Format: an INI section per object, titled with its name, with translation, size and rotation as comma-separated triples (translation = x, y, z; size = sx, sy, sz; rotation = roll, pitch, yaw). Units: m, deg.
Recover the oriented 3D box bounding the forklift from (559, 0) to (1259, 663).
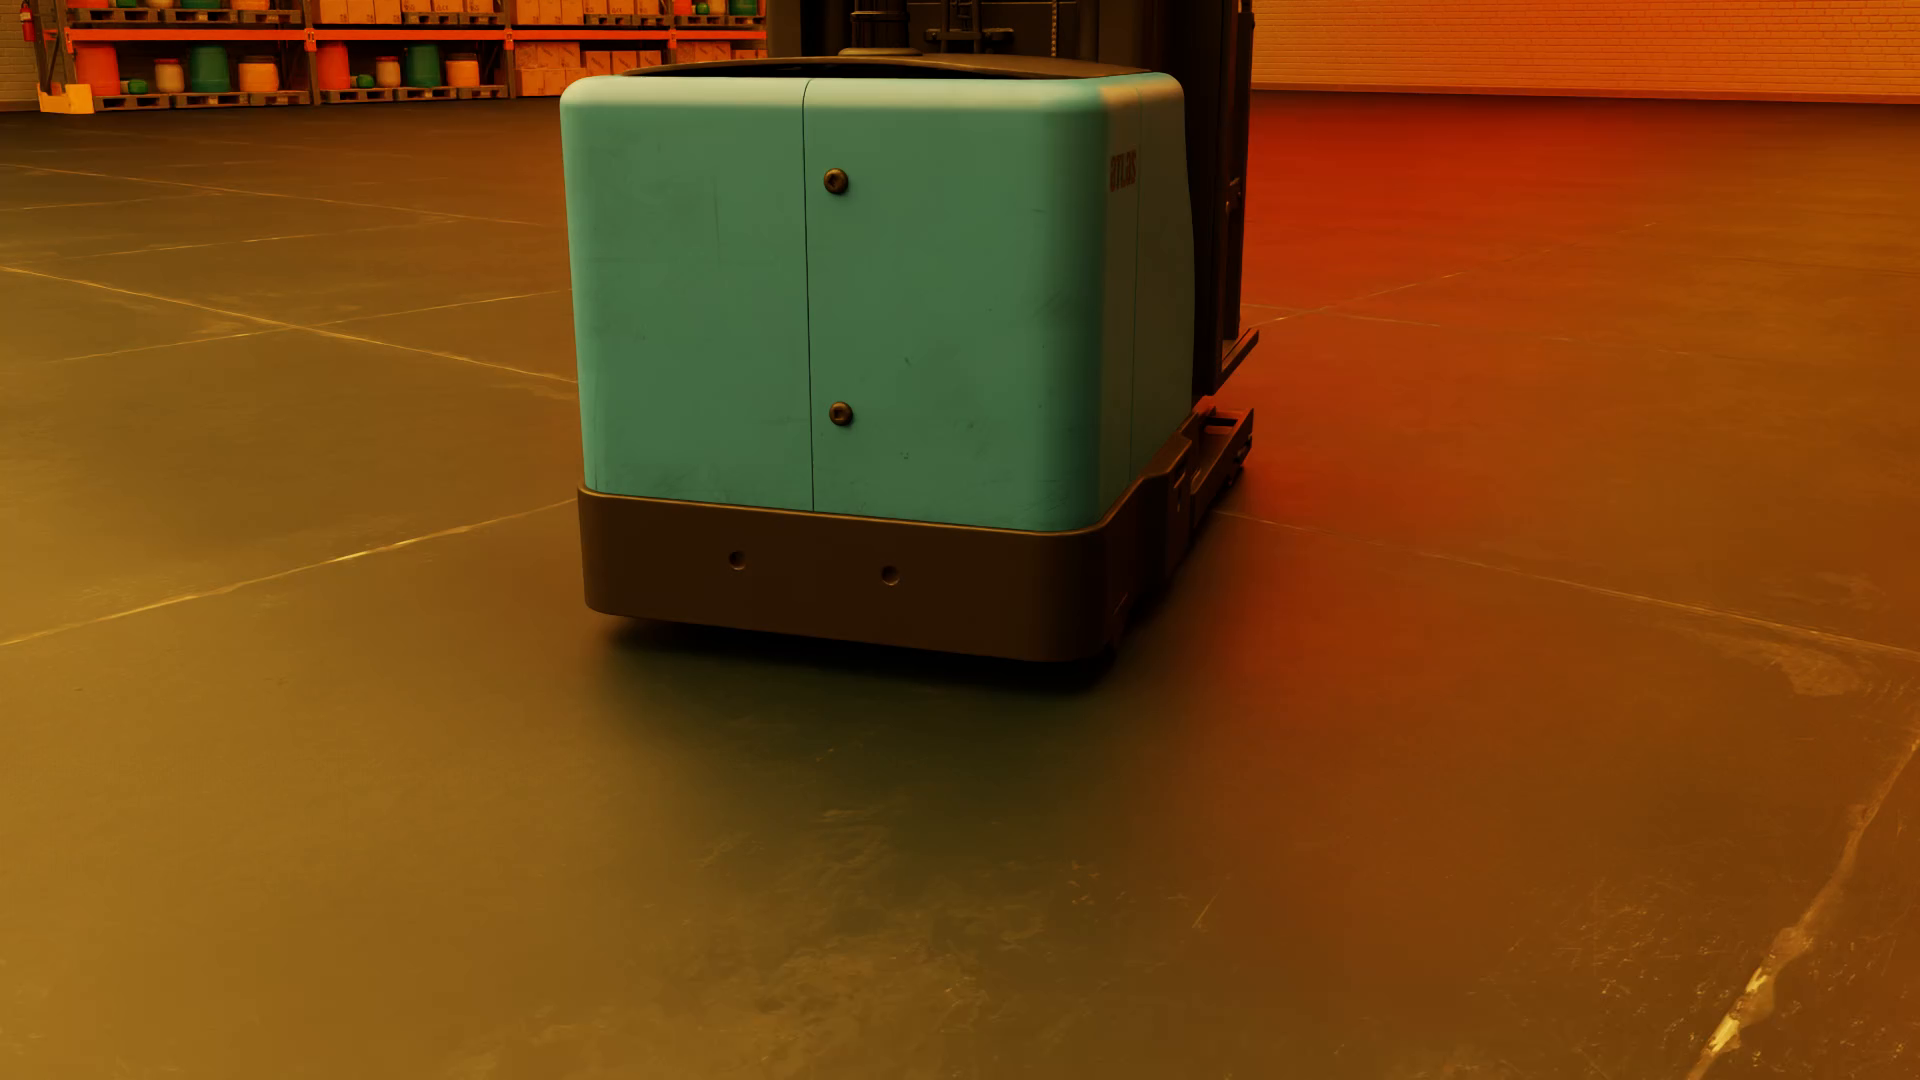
[forklift]
translation = 0.182, -1.571, 4.072
size = 1.130, 2.935, 3.031
rotation = 5, 18, 17
